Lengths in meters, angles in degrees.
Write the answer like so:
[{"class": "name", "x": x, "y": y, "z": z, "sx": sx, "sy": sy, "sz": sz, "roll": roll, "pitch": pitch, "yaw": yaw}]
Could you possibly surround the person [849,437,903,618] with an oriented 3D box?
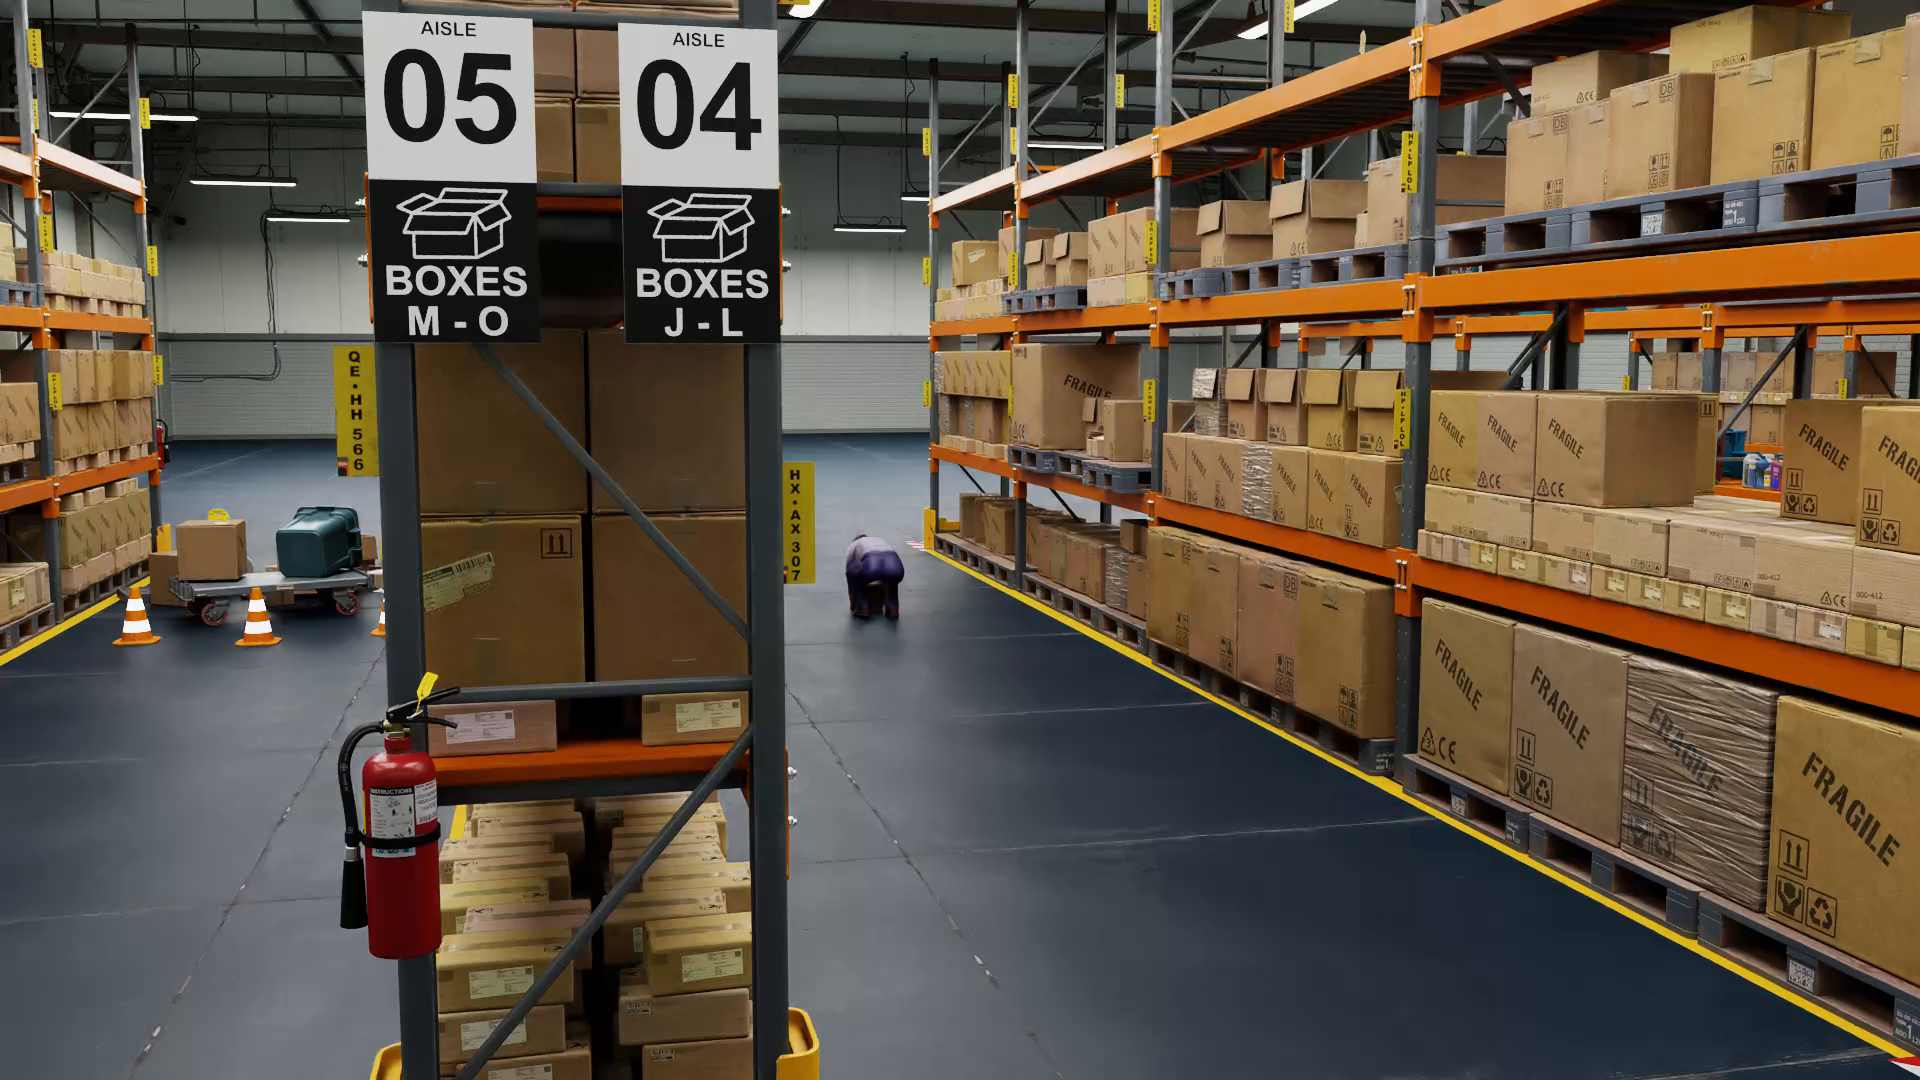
[{"class": "person", "x": -0.769, "y": -0.112, "z": 15.229, "sx": 0.524, "sy": 1.655, "sz": 0.421, "roll": -2, "pitch": 6, "yaw": -15}]
